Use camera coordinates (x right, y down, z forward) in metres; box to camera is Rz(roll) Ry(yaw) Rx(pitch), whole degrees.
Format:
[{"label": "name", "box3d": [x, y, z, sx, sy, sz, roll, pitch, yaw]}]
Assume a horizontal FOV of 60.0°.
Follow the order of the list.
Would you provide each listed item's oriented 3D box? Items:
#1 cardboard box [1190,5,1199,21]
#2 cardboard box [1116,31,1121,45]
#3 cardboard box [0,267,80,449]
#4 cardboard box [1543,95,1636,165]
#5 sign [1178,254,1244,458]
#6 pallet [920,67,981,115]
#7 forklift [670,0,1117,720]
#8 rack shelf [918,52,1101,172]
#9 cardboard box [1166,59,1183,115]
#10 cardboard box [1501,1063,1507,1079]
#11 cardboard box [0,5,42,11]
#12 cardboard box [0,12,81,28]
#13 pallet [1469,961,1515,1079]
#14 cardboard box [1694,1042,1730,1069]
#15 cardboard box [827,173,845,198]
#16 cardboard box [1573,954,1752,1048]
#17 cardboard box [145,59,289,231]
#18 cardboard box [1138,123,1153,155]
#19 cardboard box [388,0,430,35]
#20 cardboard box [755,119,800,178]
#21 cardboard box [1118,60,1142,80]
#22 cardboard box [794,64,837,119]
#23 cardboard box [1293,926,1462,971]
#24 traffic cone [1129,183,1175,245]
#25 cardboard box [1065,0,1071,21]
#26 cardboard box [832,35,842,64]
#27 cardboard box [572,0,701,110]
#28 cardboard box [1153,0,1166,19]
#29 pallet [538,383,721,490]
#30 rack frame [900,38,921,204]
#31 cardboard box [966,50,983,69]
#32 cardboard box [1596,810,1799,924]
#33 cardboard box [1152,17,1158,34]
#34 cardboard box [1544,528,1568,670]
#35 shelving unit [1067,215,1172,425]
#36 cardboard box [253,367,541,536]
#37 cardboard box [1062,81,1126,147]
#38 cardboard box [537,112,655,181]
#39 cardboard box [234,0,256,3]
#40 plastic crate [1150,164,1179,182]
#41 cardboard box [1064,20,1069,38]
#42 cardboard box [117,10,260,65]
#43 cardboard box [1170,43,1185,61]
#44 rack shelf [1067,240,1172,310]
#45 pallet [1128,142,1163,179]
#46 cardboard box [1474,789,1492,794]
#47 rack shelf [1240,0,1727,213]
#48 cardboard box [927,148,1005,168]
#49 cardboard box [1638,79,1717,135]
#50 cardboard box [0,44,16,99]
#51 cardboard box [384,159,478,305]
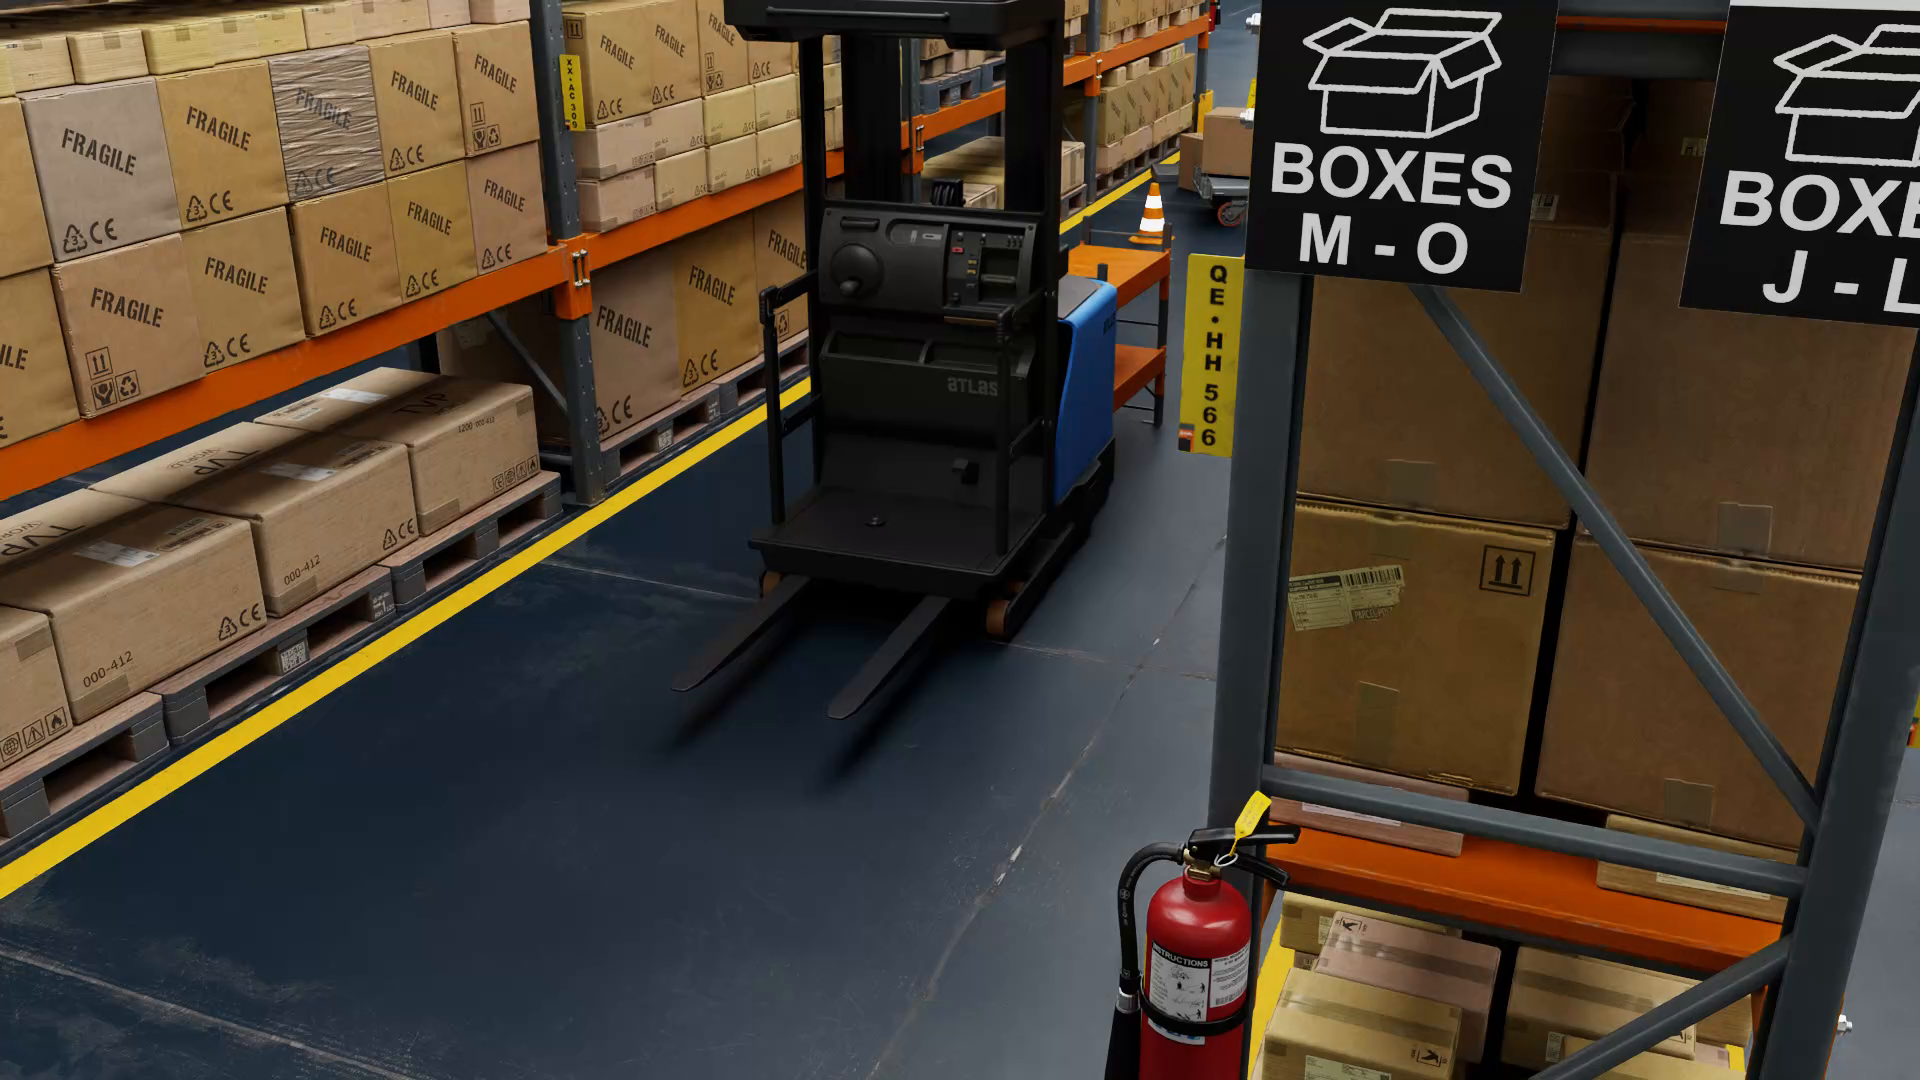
[{"label": "cardboard box", "box3d": [2.289, -5.534, 17.432, 0.380, 0.149, 0.250, 8, 24, 19]}, {"label": "cardboard box", "box3d": [1.266, -4.637, 15.286, 0.380, 0.149, 0.250, 9, 24, 20]}, {"label": "cardboard box", "box3d": [-3.116, -0.557, 5.061, 0.500, 0.500, 0.500, 8, 24, 19]}, {"label": "cardboard box", "box3d": [1.223, -0.735, 3.805, 0.500, 0.500, 0.500, 10, 25, 23]}, {"label": "sign", "box3d": [0.403, -0.289, 2.638, 0.100, 0.325, 0.005, 9, 24, 20]}, {"label": "pallet", "box3d": [-0.585, -3.239, 11.863, 1.213, 0.211, 1.003, 9, 24, 20]}, {"label": "forklift", "box3d": [-0.209, -1.126, 6.642, 1.130, 2.935, 3.031, 8, 24, 18]}, {"label": "rack shelf", "box3d": [-0.008, -3.441, 13.031, 1.077, 0.370, 4.000, 9, 24, 20]}, {"label": "cardboard box", "box3d": [1.975, -4.680, 17.113, 0.500, 0.500, 0.500, 10, 25, 22]}, {"label": "cardboard box", "box3d": [1.510, 1.262, 3.990, 0.380, 0.149, 0.250, 9, 24, 21]}, {"label": "cardboard box", "box3d": [-5.975, -3.183, 10.803, 0.700, 0.500, 0.500, 9, 24, 20]}, {"label": "cardboard box", "box3d": [-3.237, -1.715, 5.694, 0.380, 0.149, 0.250, 10, 25, 22]}, {"label": "pallet", "box3d": [1.274, 1.451, 4.001, 1.003, 0.211, 1.213, 9, 24, 20]}, {"label": "cardboard box", "box3d": [1.498, 1.221, 3.702, 0.380, 0.149, 0.250, 9, 24, 20]}, {"label": "cardboard box", "box3d": [-1.085, -2.036, 10.944, 0.875, 0.875, 0.875, 9, 24, 20]}, {"label": "cardboard box", "box3d": [1.624, 0.998, 3.850, 0.380, 0.149, 0.250, 9, 24, 20]}, {"label": "cardboard box", "box3d": [-2.726, -1.383, 5.743, 0.500, 0.500, 0.500, 9, 24, 20]}, {"label": "cardboard box", "box3d": [1.587, -3.969, 16.384, 0.500, 0.250, 0.500, 8, 24, 19]}, {"label": "cardboard box", "box3d": [-2.356, -2.111, 6.643, 0.380, 0.149, 0.250, 9, 24, 20]}, {"label": "cardboard box", "box3d": [-1.238, -2.221, 9.370, 0.500, 0.250, 0.500, 8, 24, 19]}, {"label": "cardboard box", "box3d": [1.496, -4.452, 15.725, 0.380, 0.149, 0.250, 10, 25, 22]}, {"label": "cardboard box", "box3d": [-1.053, -2.639, 9.723, 0.500, 0.250, 0.500, 8, 24, 19]}, {"label": "cardboard box", "box3d": [1.033, 1.046, 4.122, 0.380, 0.149, 0.250, 8, 24, 18]}, {"label": "traffic cone", "box3d": [1.574, -2.674, 13.552, 0.336, 0.463, 0.334, 9, 24, 20]}, {"label": "cardboard box", "box3d": [0.593, -4.491, 13.548, 0.500, 0.500, 0.500, 9, 24, 20]}, {"label": "cardboard box", "box3d": [-0.883, -3.158, 9.992, 0.500, 0.500, 0.500, 9, 24, 21]}, {"label": "cardboard box", "box3d": [-1.643, -2.436, 8.263, 0.500, 0.500, 0.500, 9, 24, 20]}, {"label": "cardboard box", "box3d": [1.690, -5.335, 16.114, 0.500, 0.500, 0.500, 9, 24, 21]}, {"label": "pallet", "box3d": [-2.020, -0.627, 8.976, 1.003, 0.211, 1.213, 9, 24, 20]}, {"label": "rack frame", "box3d": [-0.751, -3.058, 11.179, 1.000, 3.000, 0.127, 9, 24, 20]}, {"label": "cardboard box", "box3d": [-0.055, -3.508, 12.039, 0.380, 0.149, 0.250, 9, 24, 20]}, {"label": "cardboard box", "box3d": [1.336, 0.525, 2.928, 0.380, 0.149, 0.250, 9, 24, 20]}, {"label": "cardboard box", "box3d": [1.701, -4.991, 16.132, 0.380, 0.149, 0.250, 9, 24, 20]}, {"label": "cardboard box", "box3d": [1.035, -0.087, 3.551, 0.500, 0.500, 0.500, 8, 24, 19]}, {"label": "shelving unit", "box3d": [0.690, -1.028, 8.752, 0.538, 1.125, 1.048, 10, 25, 22]}, {"label": "cardboard box", "box3d": [-2.569, -0.429, 7.663, 0.875, 0.438, 0.875, 8, 24, 19]}, {"label": "cardboard box", "box3d": [1.205, -3.933, 15.323, 0.500, 0.500, 0.500, 10, 25, 23]}, {"label": "cardboard box", "box3d": [-1.811, -1.905, 7.965, 0.500, 0.250, 0.500, 8, 24, 19]}, {"label": "cardboard box", "box3d": [-2.880, -2.086, 6.583, 0.380, 0.149, 0.250, 9, 24, 20]}, {"label": "plastic crate", "box3d": [2.080, -3.586, 16.232, 0.402, 0.080, 0.583, 1, 23, 2]}, {"label": "cardboard box", "box3d": [0.686, -4.251, 13.818, 0.380, 0.149, 0.250, 8, 24, 18]}, {"label": "cardboard box", "box3d": [-2.666, -1.739, 5.752, 0.380, 0.149, 0.250, 9, 24, 20]}, {"label": "cardboard box", "box3d": [2.091, -5.026, 17.099, 0.380, 0.149, 0.250, 10, 24, 22]}, {"label": "rack shelf", "box3d": [0.690, -1.298, 8.639, 0.538, 0.278, 1.000, 10, 25, 22]}, {"label": "pallet", "box3d": [1.403, -3.886, 16.779, 1.003, 0.211, 1.213, 9, 24, 20]}, {"label": "cardboard box", "box3d": [0.897, 0.353, 3.340, 0.380, 0.149, 0.250, 9, 24, 20]}, {"label": "rack shelf", "box3d": [1.654, -1.290, 3.989, 1.077, 0.370, 4.000, 9, 24, 20]}, {"label": "cardboard box", "box3d": [0.279, -3.025, 13.964, 0.950, 0.372, 0.625, 10, 25, 23]}, {"label": "cardboard box", "box3d": [1.906, -0.837, 4.049, 0.500, 0.500, 0.500, 8, 24, 18]}, {"label": "cardboard box", "box3d": [-3.018, -1.366, 4.861, 0.380, 0.149, 0.250, 8, 24, 18]}, {"label": "cardboard box", "box3d": [-2.358, -1.285, 6.805, 0.500, 0.500, 0.500, 8, 24, 19]}]
